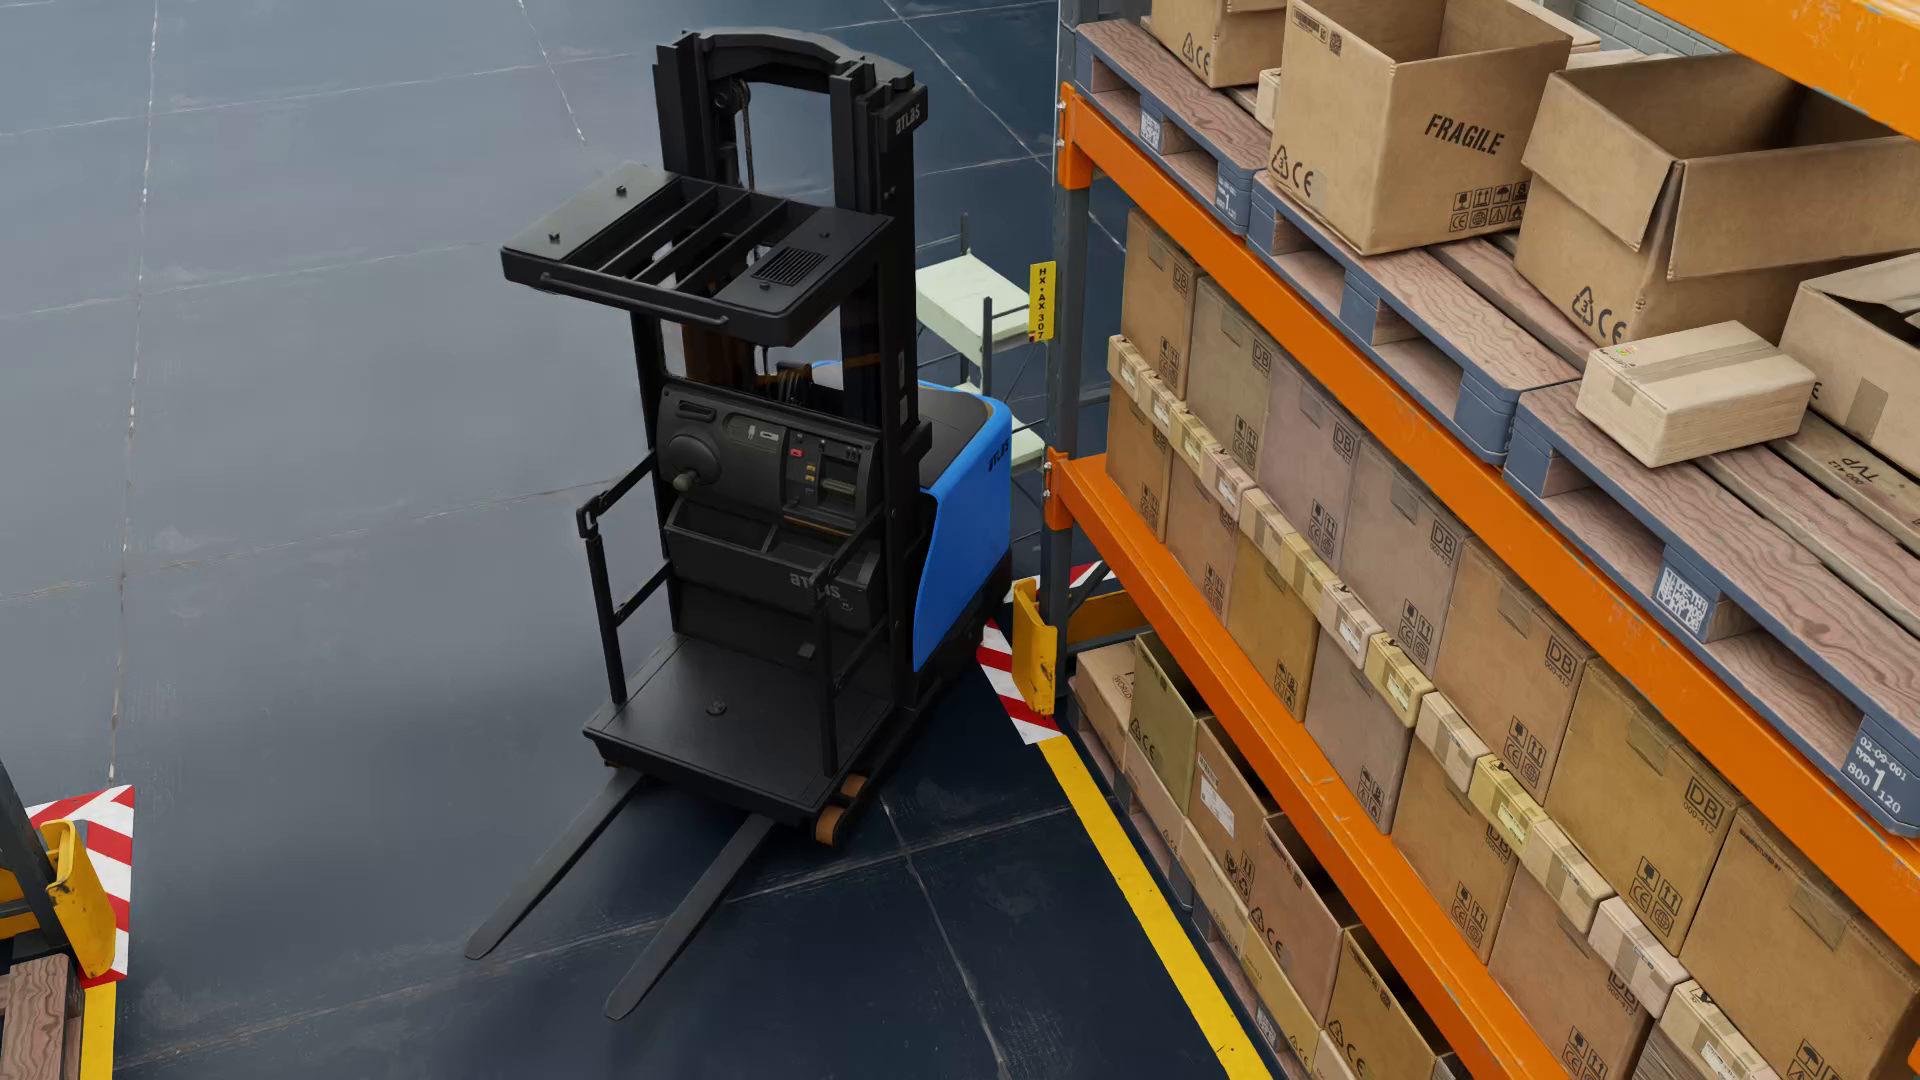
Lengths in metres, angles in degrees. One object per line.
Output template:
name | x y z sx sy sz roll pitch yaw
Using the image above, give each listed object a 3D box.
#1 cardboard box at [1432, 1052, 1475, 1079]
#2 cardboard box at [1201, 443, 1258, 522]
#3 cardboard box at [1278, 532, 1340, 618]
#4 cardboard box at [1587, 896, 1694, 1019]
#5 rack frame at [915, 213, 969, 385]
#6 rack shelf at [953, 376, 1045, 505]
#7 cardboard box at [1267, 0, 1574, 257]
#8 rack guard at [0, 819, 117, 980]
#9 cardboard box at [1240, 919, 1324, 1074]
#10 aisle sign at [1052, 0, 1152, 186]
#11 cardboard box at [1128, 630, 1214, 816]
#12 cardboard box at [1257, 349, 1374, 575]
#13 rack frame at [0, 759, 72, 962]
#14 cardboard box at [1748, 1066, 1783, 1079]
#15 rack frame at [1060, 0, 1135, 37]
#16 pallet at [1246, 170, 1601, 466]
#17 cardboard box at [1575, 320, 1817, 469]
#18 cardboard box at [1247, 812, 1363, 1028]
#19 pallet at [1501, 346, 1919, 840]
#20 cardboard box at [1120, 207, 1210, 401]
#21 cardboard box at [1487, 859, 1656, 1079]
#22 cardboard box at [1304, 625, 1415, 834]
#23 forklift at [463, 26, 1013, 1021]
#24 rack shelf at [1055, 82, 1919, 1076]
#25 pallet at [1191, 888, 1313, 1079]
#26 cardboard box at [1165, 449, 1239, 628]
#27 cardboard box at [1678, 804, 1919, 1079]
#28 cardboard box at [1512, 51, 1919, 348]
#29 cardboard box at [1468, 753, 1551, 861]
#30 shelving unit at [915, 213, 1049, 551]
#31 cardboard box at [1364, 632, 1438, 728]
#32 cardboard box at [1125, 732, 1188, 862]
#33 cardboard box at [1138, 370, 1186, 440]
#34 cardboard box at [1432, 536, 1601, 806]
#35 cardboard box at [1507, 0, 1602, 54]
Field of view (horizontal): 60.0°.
cardboard box | 1.680 1.767 4.785 0.500 0.500 0.500 -12 39 -16
cardboard box | 1.025 -0.222 5.490 0.380 0.149 0.250 -13 39 -17
cardboard box | 1.207 0.072 5.100 0.380 0.149 0.250 -13 39 -17
cardboard box | 1.736 0.941 3.945 0.380 0.149 0.250 -14 39 -17
rack frame | -0.131 -0.878 8.229 0.400 1.500 0.023 -22 42 -26
rack shelf | 0.071 -0.434 8.182 0.431 0.370 0.720 -22 42 -26
cardboard box | 1.144 -1.089 4.222 0.500 0.500 0.500 -12 39 -16
rack guard | -3.752 1.433 5.993 1.175 0.500 0.348 -12 39 -16
cardboard box | 1.320 1.505 5.756 0.500 0.250 0.500 -12 39 -16
aisle sign | 0.519 -1.635 5.827 0.394 0.787 0.004 -12 39 -16
cardboard box | 0.979 0.640 6.281 0.500 0.500 0.500 -12 39 -16
cardboard box | 1.357 -0.304 5.059 0.700 0.500 0.500 -12 39 -16
rack frame | -3.823 0.401 5.285 1.000 3.000 0.127 -12 39 -16
cardboard box | 1.911 1.229 3.564 0.380 0.149 0.250 -12 39 -16
rack frame | 0.830 -3.019 4.839 1.000 3.000 0.127 -12 39 -16
pallet | 1.472 -0.690 4.314 1.003 0.211 1.213 -12 39 -16
cardboard box | 1.534 -0.309 3.478 0.380 0.149 0.250 -12 39 -16
cardboard box | 1.319 1.206 5.530 0.500 0.500 0.500 -12 39 -16
pallet | 1.888 -0.002 3.400 1.003 0.211 1.213 -12 39 -16
cardboard box | 0.996 -0.884 5.830 0.700 0.500 0.500 -12 39 -16
cardboard box | 1.860 1.051 4.338 0.700 0.500 0.500 -13 39 -16
cardboard box | 1.514 0.478 5.100 0.700 0.500 0.500 -11 38 -15
forklift | -0.839 -0.243 6.197 1.130 2.935 3.031 16 40 20
rack shelf | 1.518 -0.403 4.458 1.077 0.370 4.000 -12 39 -16
pallet | 1.548 1.603 6.007 1.003 0.211 1.213 -12 39 -16
cardboard box | 1.163 -0.100 5.867 0.700 0.500 0.500 -11 38 -15
cardboard box | 2.047 0.830 3.554 0.700 0.500 0.500 -12 39 -16
cardboard box | 1.758 -0.782 3.811 0.797 0.503 0.637 -8 38 -11
cardboard box | 1.563 0.654 4.327 0.380 0.149 0.250 -13 39 -16
shelving unit | 0.071 -0.694 7.986 0.431 1.500 0.755 -22 42 -26
cardboard box | 1.382 0.362 4.715 0.380 0.149 0.250 -11 38 -14
cardboard box | 0.981 0.939 6.507 0.500 0.250 0.500 -12 39 -16
cardboard box | 0.856 -0.507 5.868 0.380 0.149 0.250 -13 39 -17
cardboard box | 1.701 0.261 4.309 0.700 0.500 0.500 -12 39 -16
cardboard box | 1.473 -1.388 4.827 0.500 0.250 0.500 -12 39 -16
